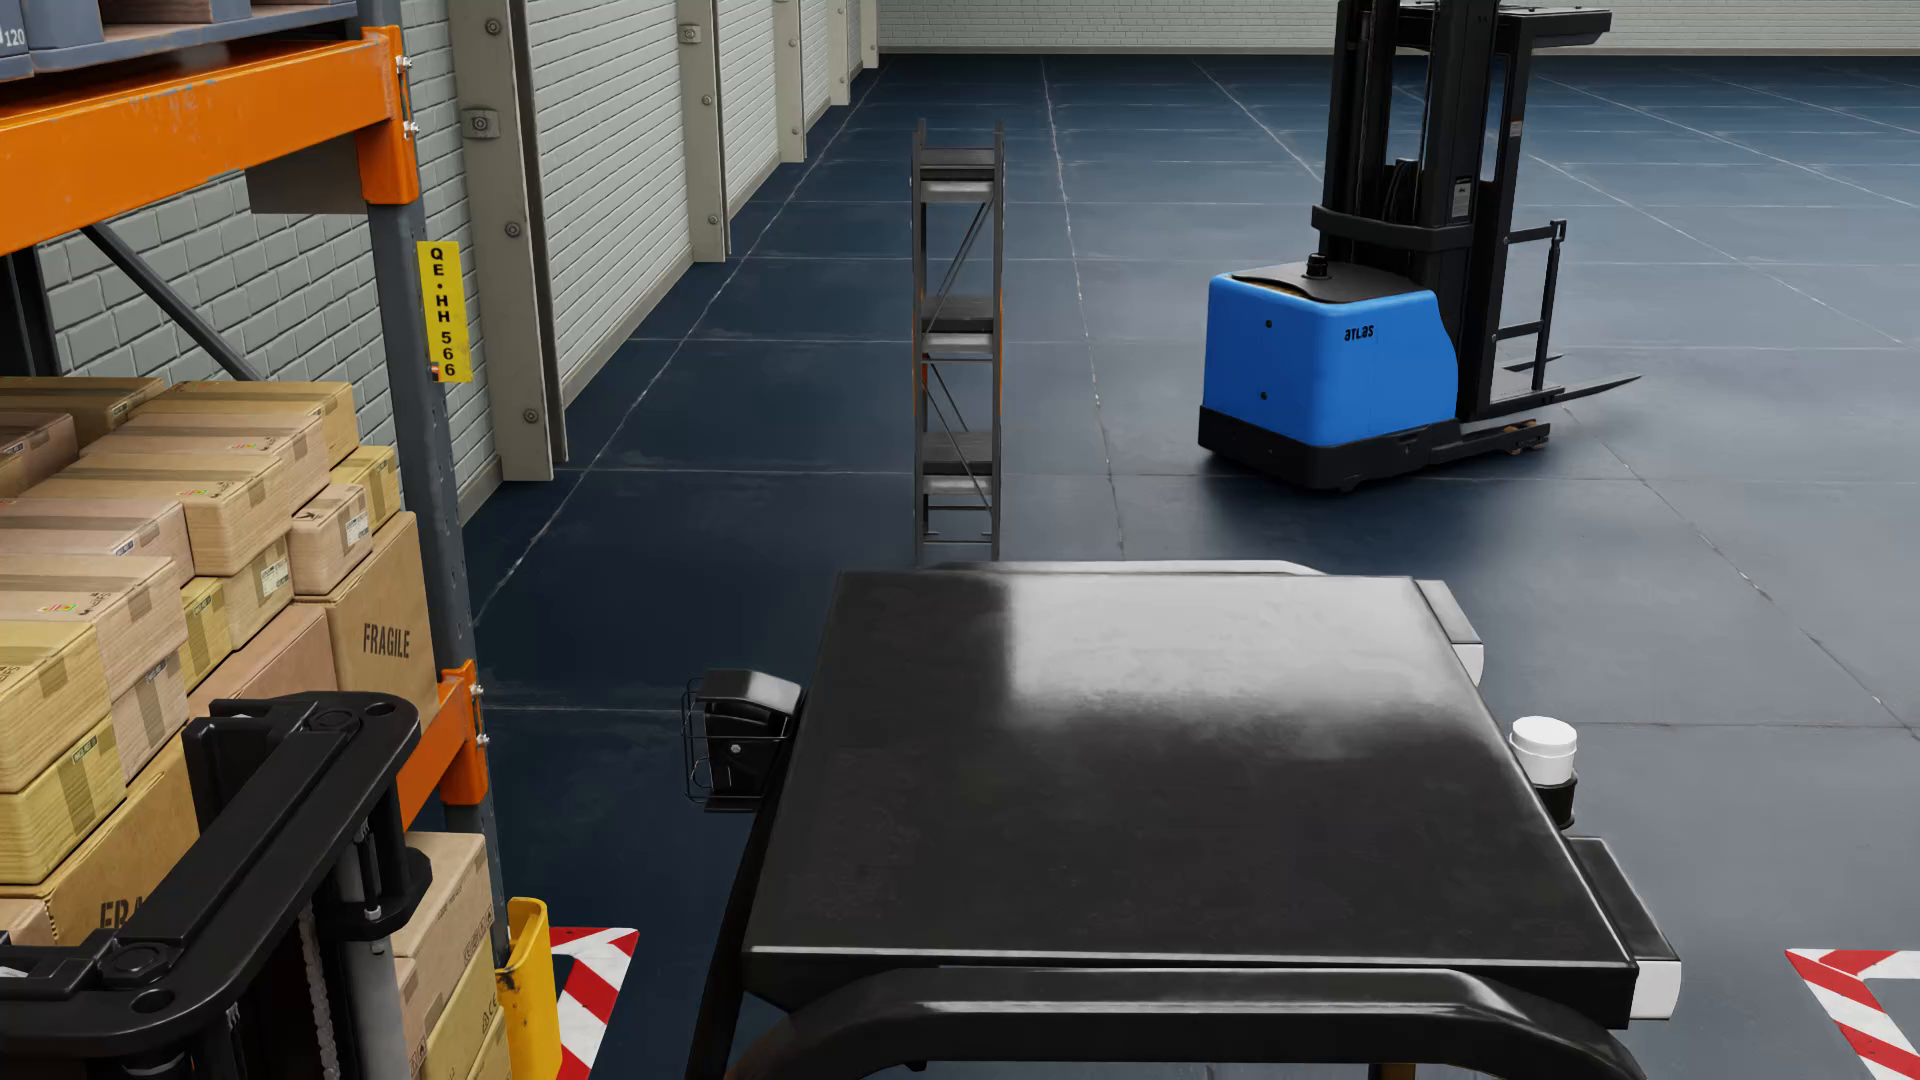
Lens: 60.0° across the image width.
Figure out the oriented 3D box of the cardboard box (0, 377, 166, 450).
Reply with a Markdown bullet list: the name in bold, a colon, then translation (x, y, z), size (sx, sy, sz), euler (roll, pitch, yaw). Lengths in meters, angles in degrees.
- **cardboard box**: translation (-1.941, -0.247, 3.572), size (0.380, 0.149, 0.250), euler (0, 21, 1)

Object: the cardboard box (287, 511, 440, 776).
- **cardboard box**: translation (-1.470, 0.256, 3.584), size (0.500, 0.500, 0.500), euler (0, 21, 0)

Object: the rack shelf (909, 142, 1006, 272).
- **rack shelf**: translation (-0.005, -1.559, 7.747), size (0.431, 0.518, 0.480), euler (1, 21, 2)

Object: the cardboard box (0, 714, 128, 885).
- **cardboard box**: translation (-1.462, 0.366, 2.405), size (0.380, 0.149, 0.250), euler (1, 21, 2)

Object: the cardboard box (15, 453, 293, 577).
- **cardboard box**: translation (-1.475, -0.049, 3.063), size (0.380, 0.149, 0.250), euler (1, 21, 3)

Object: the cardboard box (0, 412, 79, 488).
- **cardboard box**: translation (-2.012, -0.151, 3.326), size (0.380, 0.149, 0.250), euler (1, 21, 3)

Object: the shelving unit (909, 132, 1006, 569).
- **shelving unit**: translation (-0.005, -0.918, 7.993), size (0.431, 2.100, 0.499), euler (1, 21, 2)

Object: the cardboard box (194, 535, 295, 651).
- **cardboard box**: translation (-1.495, 0.087, 3.122), size (0.380, 0.149, 0.250), euler (1, 21, 3)

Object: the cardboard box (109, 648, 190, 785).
- **cardboard box**: translation (-1.475, 0.274, 2.641), size (0.380, 0.149, 0.250), euler (0, 21, 0)

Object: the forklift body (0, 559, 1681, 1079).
- **forklift body**: translation (0.049, 1.223, 2.403), size (2.313, 2.155, 1.214), euler (1, 21, 2)

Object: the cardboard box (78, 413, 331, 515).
- **cardboard box**: translation (-1.494, -0.144, 3.308), size (0.380, 0.149, 0.250), euler (1, 21, 2)

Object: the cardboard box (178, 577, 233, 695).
- **cardboard box**: translation (-1.514, 0.177, 2.892), size (0.380, 0.149, 0.250), euler (0, 21, 1)

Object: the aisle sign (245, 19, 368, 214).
- **aisle sign**: translation (-1.422, -1.110, 3.650), size (0.394, 0.787, 0.004), euler (1, 21, 2)

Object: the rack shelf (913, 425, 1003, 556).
- **rack shelf**: translation (-0.005, -0.254, 8.253), size (0.431, 0.518, 0.480), euler (1, 21, 2)

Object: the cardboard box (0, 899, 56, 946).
- **cardboard box**: translation (-1.514, 0.811, 2.154), size (0.500, 0.500, 0.500), euler (1, 21, 2)

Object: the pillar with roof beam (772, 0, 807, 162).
- **pillar with roof beam**: translation (2.211, -8.894, 19.011), size (9.100, 9.000, 0.400), euler (1, 21, 2)

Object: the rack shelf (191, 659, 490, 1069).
- **rack shelf**: translation (-1.778, 1.181, 2.334), size (1.077, 0.370, 4.000), euler (1, 21, 2)

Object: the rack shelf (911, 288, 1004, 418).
- **rack shelf**: translation (-0.005, -0.906, 8.000), size (0.431, 0.518, 0.480), euler (1, 21, 2)

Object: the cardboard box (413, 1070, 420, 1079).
- **cardboard box**: translation (-1.446, 1.336, 3.469), size (0.500, 0.250, 0.500), euler (0, 21, 1)

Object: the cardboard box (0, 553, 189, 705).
- **cardboard box**: translation (-1.454, 0.135, 2.588), size (0.380, 0.149, 0.250), euler (1, 21, 3)

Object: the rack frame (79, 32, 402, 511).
- **rack frame**: translation (-1.714, 0.122, 4.068), size (0.949, 2.616, 0.053), euler (1, 21, 2)

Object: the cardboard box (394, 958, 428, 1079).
- **cardboard box**: translation (-1.429, 1.097, 3.394), size (0.500, 0.250, 0.500), euler (1, 21, 3)

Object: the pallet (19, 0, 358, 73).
- **pallet**: translation (-1.765, -0.980, 2.883), size (1.003, 0.211, 1.213), euler (1, 21, 2)

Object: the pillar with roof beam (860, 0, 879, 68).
- **pillar with roof beam**: translation (2.576, -13.233, 30.193), size (9.100, 9.000, 0.400), euler (1, 21, 2)

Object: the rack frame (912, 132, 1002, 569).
- **rack frame**: translation (-0.012, -0.831, 7.767), size (0.400, 2.100, 0.015), euler (1, 21, 2)

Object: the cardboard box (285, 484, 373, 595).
- **cardboard box**: translation (-1.426, -0.006, 3.362), size (0.380, 0.149, 0.250), euler (1, 21, 2)

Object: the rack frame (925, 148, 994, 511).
- **rack frame**: translation (0.001, -1.007, 8.222), size (0.380, 1.831, 0.006), euler (1, 21, 2)

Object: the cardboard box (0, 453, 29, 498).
- **cardboard box**: translation (-1.977, -0.057, 3.082), size (0.380, 0.149, 0.250), euler (1, 21, 3)

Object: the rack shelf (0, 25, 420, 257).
- **rack shelf**: translation (-1.778, -0.218, 1.792), size (1.077, 0.370, 4.000), euler (1, 21, 2)

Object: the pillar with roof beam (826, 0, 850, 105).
- **pillar with roof beam**: translation (2.394, -11.063, 24.602), size (9.100, 9.000, 0.400), euler (1, 21, 2)

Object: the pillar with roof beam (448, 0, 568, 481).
- **pillar with roof beam**: translation (1.846, -4.555, 7.828), size (9.100, 9.000, 0.400), euler (1, 21, 2)

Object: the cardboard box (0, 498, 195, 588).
- **cardboard box**: translation (-1.557, 0.040, 2.834), size (0.380, 0.149, 0.250), euler (1, 21, 2)

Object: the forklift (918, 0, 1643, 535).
- **forklift**: translation (2.064, -1.815, 9.155), size (5.060, 2.935, 1.130), euler (-13, 25, -31)

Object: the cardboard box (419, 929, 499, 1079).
- **cardboard box**: translation (-1.420, 1.154, 3.936), size (0.500, 0.250, 0.500), euler (0, 21, 1)

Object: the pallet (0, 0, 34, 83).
- **pallet**: translation (-1.799, -0.538, 1.743), size (1.003, 0.211, 1.213), euler (1, 21, 2)

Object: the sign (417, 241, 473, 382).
- **sign**: translation (-1.175, -0.517, 3.787), size (0.100, 0.325, 0.005), euler (1, 21, 2)

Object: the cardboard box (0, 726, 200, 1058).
- **cardboard box**: translation (-1.510, 0.629, 2.623), size (0.500, 0.500, 0.500), euler (0, 21, 1)

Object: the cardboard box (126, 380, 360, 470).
- **cardboard box**: translation (-1.517, -0.234, 3.539), size (0.380, 0.149, 0.250), euler (1, 21, 2)

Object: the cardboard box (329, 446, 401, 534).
- **cardboard box**: translation (-1.448, -0.099, 3.601), size (0.380, 0.149, 0.250), euler (1, 21, 2)

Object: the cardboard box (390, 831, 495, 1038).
- **cardboard box**: translation (-1.419, 0.912, 3.870), size (0.500, 0.250, 0.500), euler (1, 21, 3)
